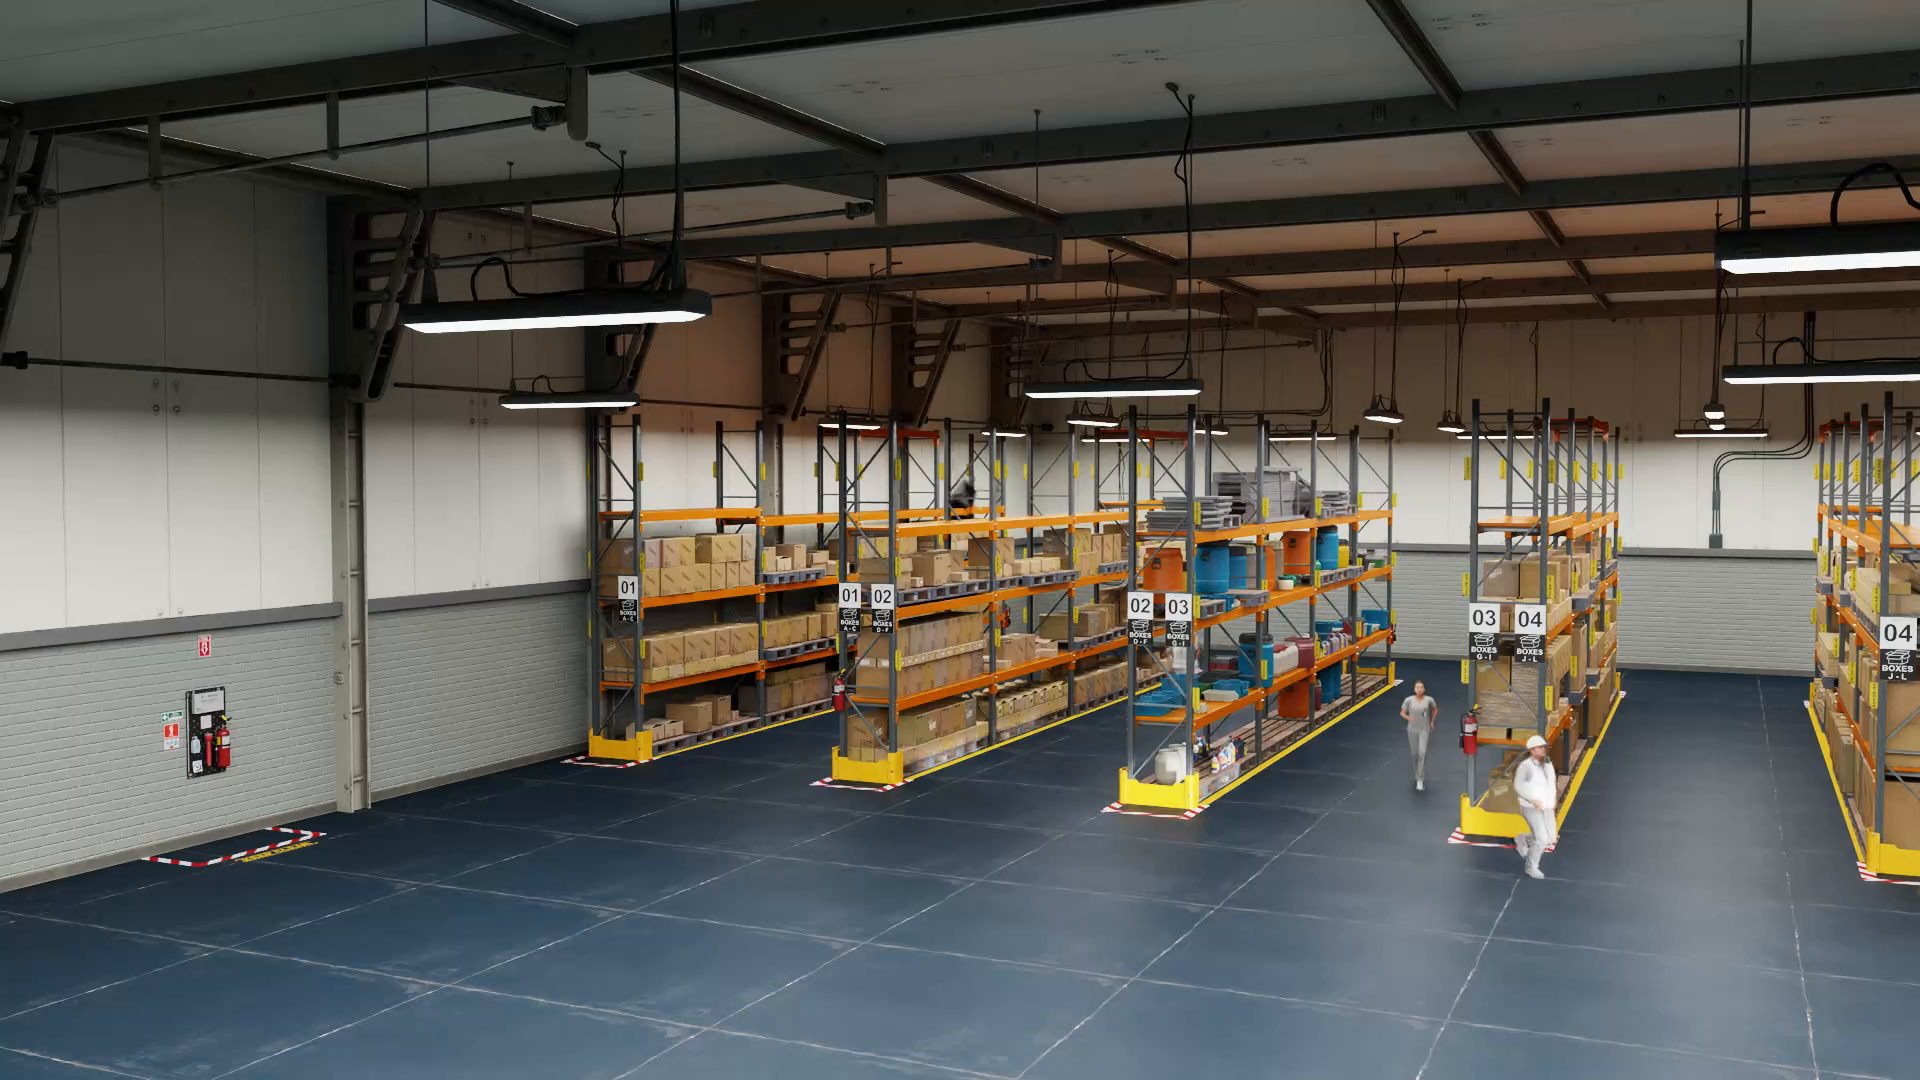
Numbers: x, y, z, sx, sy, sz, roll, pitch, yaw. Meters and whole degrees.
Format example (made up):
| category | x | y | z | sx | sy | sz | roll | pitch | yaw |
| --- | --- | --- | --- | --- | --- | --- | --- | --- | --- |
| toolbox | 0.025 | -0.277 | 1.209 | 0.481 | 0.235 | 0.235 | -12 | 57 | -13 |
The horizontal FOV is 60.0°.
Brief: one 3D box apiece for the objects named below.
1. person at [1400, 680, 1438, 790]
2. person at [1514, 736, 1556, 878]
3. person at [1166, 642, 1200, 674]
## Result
| category | x | y | z | sx | sy | sz | roll | pitch | yaw |
| --- | --- | --- | --- | --- | --- | --- | --- | --- | --- |
| person | 7.307 | 3.071 | 26.507 | 0.561 | 1.689 | 0.889 | 1 | 2 | 20 |
| person | 7.139 | 3.295 | 20.665 | 0.683 | 1.750 | 0.646 | -1 | 3 | -27 |
| person | 4.612 | 2.702 | 34.657 | 0.664 | 1.818 | 0.734 | 1 | 3 | 21 |
